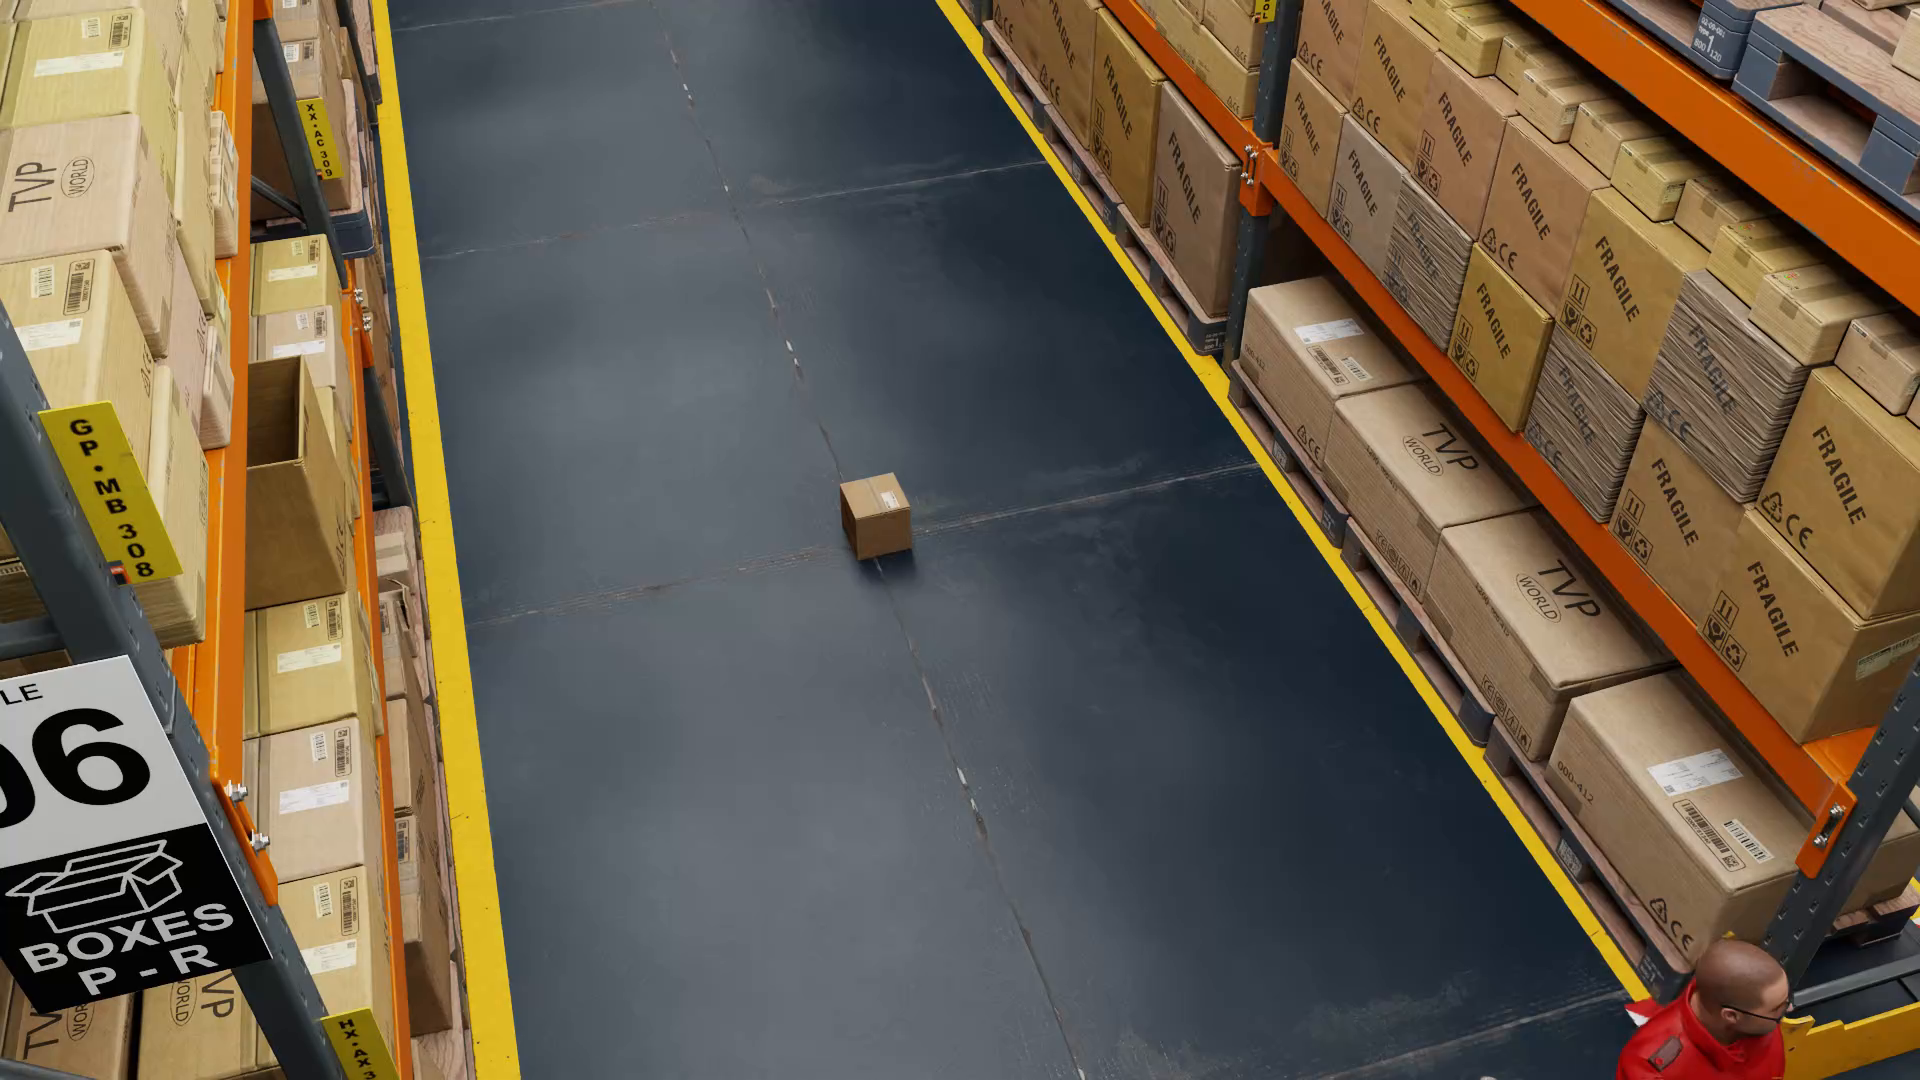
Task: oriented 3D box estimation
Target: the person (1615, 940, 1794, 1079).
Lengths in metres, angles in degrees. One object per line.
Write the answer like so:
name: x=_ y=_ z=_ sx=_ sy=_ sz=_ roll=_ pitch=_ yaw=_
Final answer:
person: x=1.850 y=1.352 z=4.124 sx=0.547 sy=1.039 sz=0.341 roll=-24 pitch=47 yaw=-24
